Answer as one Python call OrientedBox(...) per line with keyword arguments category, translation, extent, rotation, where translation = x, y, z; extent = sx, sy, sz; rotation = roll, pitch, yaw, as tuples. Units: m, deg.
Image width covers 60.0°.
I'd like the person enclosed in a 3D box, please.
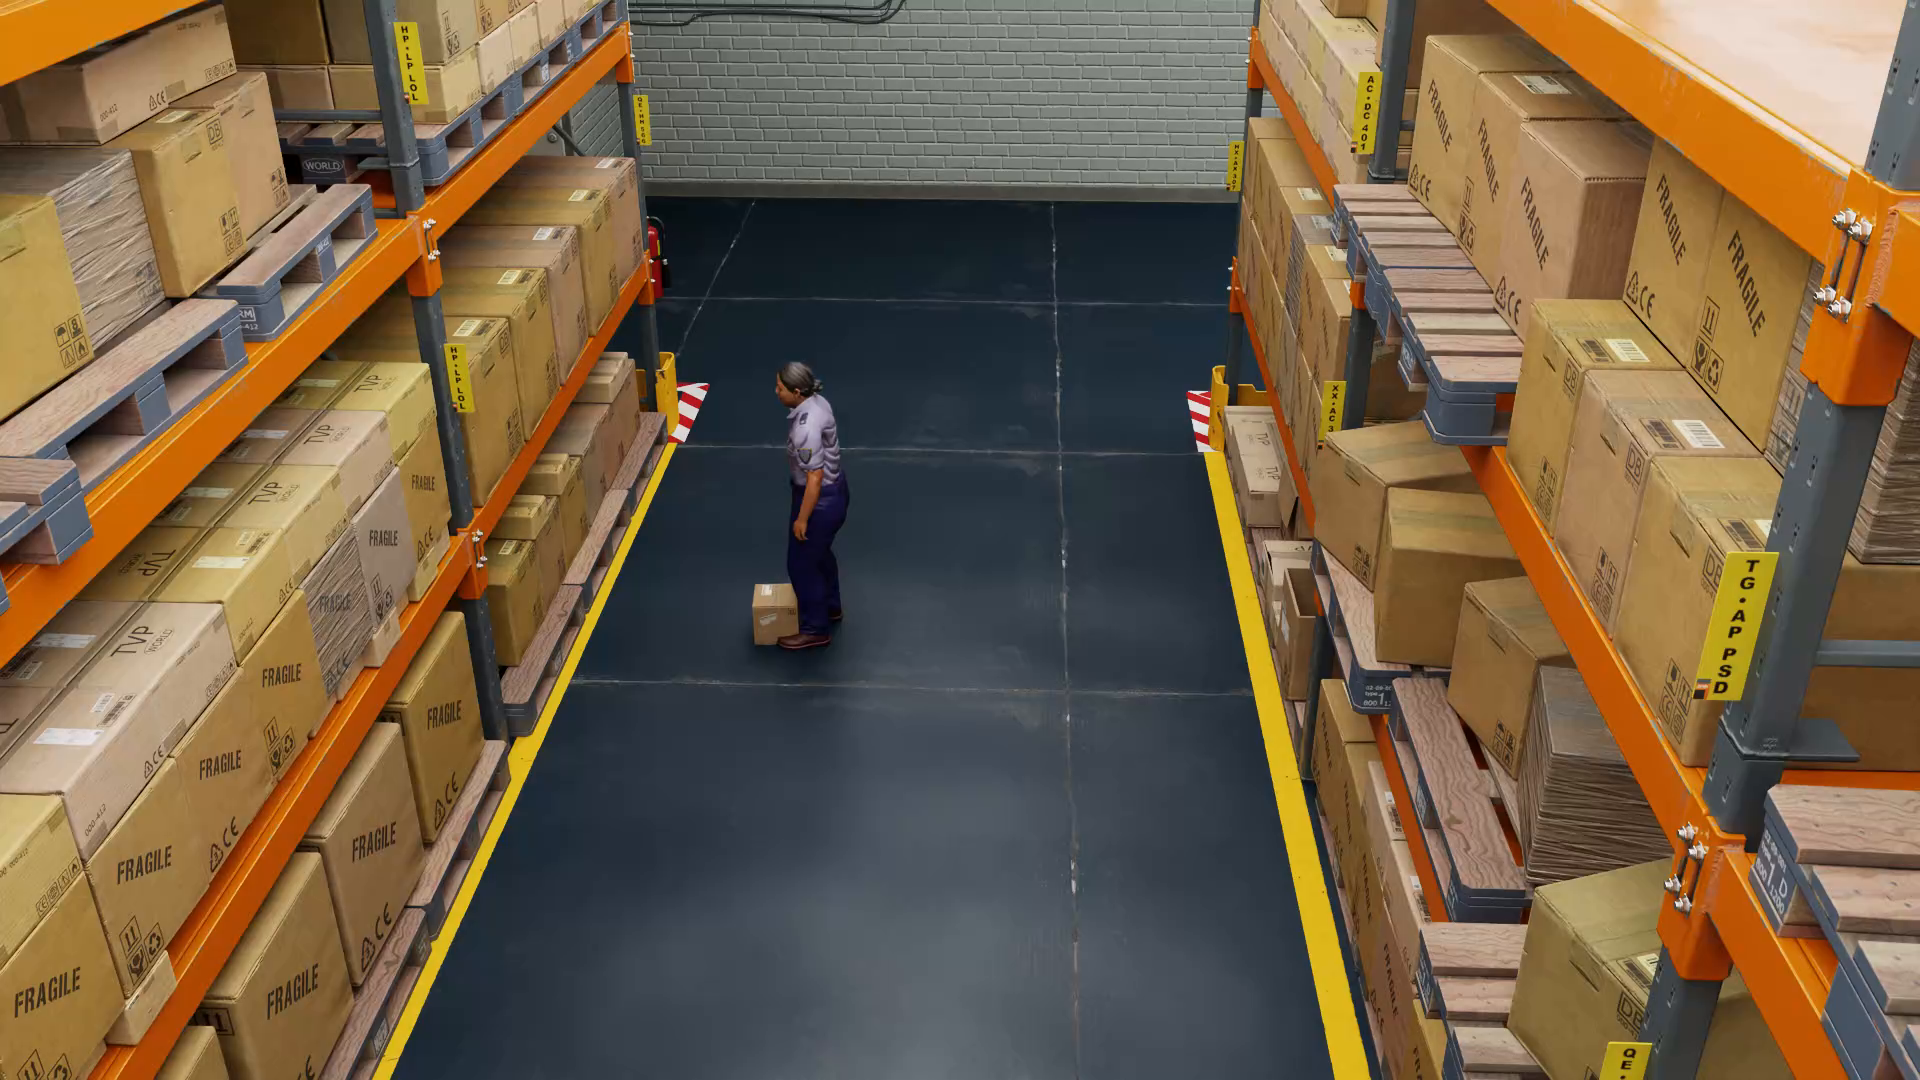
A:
OrientedBox(category="person", translation=(-0.811, -0.196, 9.011), extent=(0.412, 1.637, 0.539), rotation=(1, 28, 2))
